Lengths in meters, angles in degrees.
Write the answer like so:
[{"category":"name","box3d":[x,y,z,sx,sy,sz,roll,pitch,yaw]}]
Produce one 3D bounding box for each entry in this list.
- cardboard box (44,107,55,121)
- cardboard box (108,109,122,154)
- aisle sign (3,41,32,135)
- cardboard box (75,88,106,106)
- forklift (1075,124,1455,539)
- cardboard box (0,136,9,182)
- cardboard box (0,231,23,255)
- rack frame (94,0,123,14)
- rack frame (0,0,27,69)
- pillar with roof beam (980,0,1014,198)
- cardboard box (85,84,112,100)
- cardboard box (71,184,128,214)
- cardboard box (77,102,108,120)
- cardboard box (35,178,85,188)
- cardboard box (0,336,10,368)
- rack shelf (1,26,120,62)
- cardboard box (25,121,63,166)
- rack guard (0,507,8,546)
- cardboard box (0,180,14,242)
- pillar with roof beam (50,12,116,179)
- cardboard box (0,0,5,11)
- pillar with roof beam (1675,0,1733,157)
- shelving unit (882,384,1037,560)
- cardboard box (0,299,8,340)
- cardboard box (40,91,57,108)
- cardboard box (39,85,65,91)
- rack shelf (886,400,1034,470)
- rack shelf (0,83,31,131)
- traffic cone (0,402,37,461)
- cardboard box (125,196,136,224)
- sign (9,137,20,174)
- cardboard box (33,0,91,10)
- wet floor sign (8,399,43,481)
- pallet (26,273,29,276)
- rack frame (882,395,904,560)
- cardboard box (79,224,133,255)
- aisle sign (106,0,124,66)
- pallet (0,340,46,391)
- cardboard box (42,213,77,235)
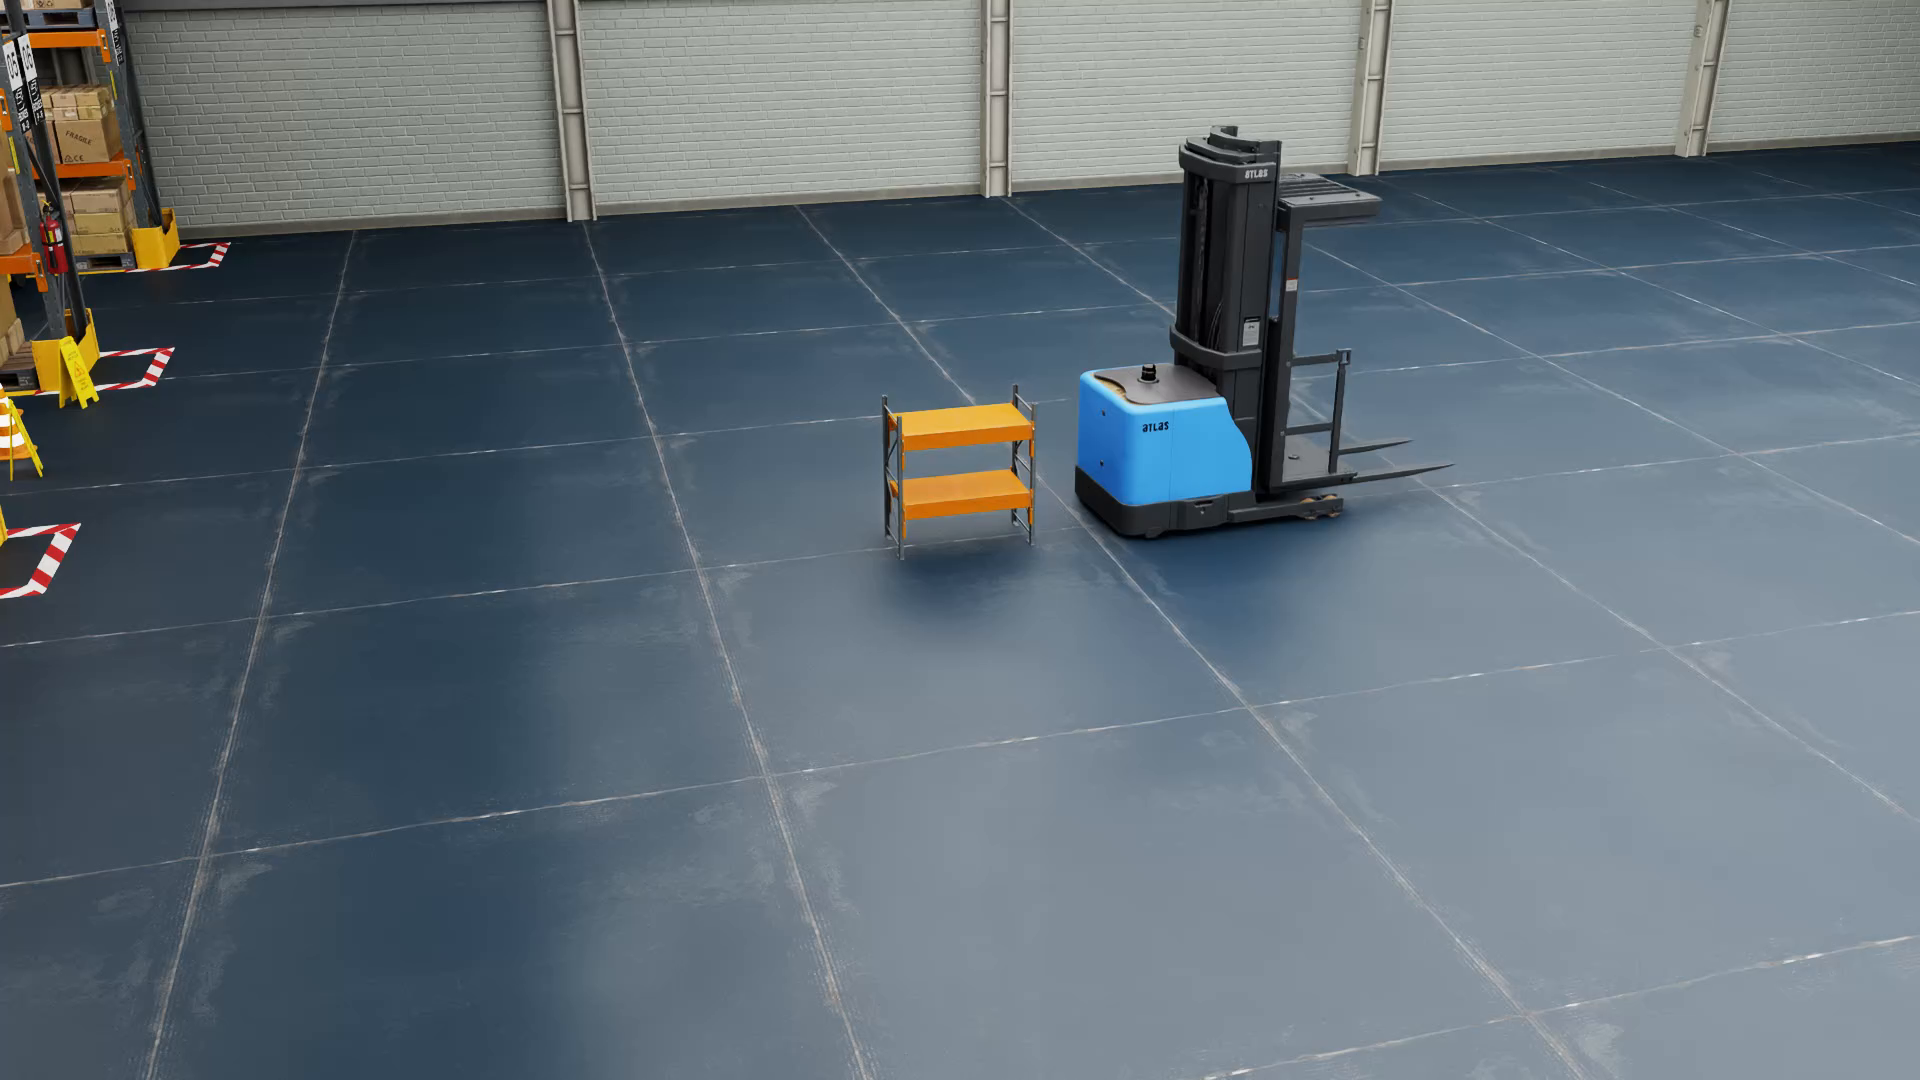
[{"category":"cardboard box","box3d":[-10.876,-5.089,19.787,0.250,0.149,0.380,-6,24,-13]},{"category":"cardboard box","box3d":[-10.665,-5.030,20.472,0.500,0.500,0.500,-6,24,-13]},{"category":"aisle sign","box3d":[-8.631,-4.138,15.224,0.004,0.787,0.394,-6,24,-14]},{"category":"cardboard box","box3d":[-10.401,-5.294,19.887,0.250,0.149,0.380,-6,24,-14]},{"category":"forklift","box3d":[2.498,-1.693,12.908,3.031,2.935,1.130,-8,24,-17]},{"category":"cardboard box","box3d":[-9.202,-3.552,15.382,0.500,0.500,0.700,-7,24,-16]},{"category":"cardboard box","box3d":[-9.071,-2.811,15.745,0.250,0.149,0.380,-5,24,-13]},{"category":"rack frame","box3d":[-10.113,-7.688,19.186,0.127,3.000,1.000,-6,24,-14]},{"category":"rack frame","box3d":[-8.769,-5.804,14.795,0.127,3.000,1.000,-6,24,-14]},{"category":"pillar with roof beam","box3d":[1.690,-7.600,18.980,0.400,9.000,9.100,-6,24,-14]},{"category":"cardboard box","box3d":[-10.494,-5.457,20.268,0.250,0.149,0.380,-7,24,-15]},{"category":"cardboard box","box3d":[-10.472,-4.153,20.241,0.500,0.250,0.500,-5,24,-13]},{"category":"cardboard box","box3d":[-10.371,-5.132,19.887,0.250,0.149,0.380,-6,24,-14]},{"category":"cardboard box","box3d":[-11.107,-4.286,20.552,0.500,0.250,0.500,-6,24,-14]},{"category":"cardboard box","box3d":[-9.497,-1.786,15.993,0.500,0.250,0.500,-6,24,-15]},{"category":"rack shelf","box3d":[-12.039,-5.766,19.423,4.000,0.370,1.077,-6,24,-14]},{"category":"cardboard box","box3d":[-11.018,-4.773,19.874,0.500,0.500,0.500,-6,24,-13]},{"category":"rack guard","box3d":[-7.311,-0.033,12.122,0.348,0.500,1.175,-6,24,-14]},{"category":"cardboard box","box3d":[-9.217,-3.067,15.521,0.500,0.500,0.500,-7,24,-15]},{"category":"pillar with roof beam","box3d":[-9.864,-6.322,16.002,0.400,9.000,9.100,-6,24,-14]},{"category":"cardboard box","box3d":[-11.073,-6.256,19.164,0.258,0.266,0.396,-6,24,-14]},{"category":"pillar with roof beam","box3d":[13.244,-8.878,21.959,0.400,9.000,9.100,-6,24,-14]},{"category":"shelving unit","box3d":[-0.007,-0.516,12.457,1.048,1.125,0.538,-6,24,-14]},{"category":"cardboard box","box3d":[-9.470,-2.137,15.860,0.500,0.500,0.500,-6,24,-14]},{"category":"cardboard box","box3d":[-10.875,-5.218,19.710,0.250,0.149,0.380,-6,24,-13]},{"category":"cardboard box","box3d":[-11.006,-5.409,20.155,0.250,0.149,0.380,-6,24,-13]},{"category":"rack shelf","box3d":[-0.007,-0.785,12.341,1.000,0.278,0.538,-6,24,-14]},{"category":"rack shelf","box3d":[-10.694,-3.882,15.032,4.000,0.370,1.077,-6,24,-14]},{"category":"traffic cone","box3d":[-8.207,-0.961,14.332,0.334,0.463,0.336,-6,24,-14]},{"category":"cardboard box","box3d":[-10.622,-4.119,20.797,0.500,0.250,0.500,-6,24,-13]},{"category":"sign","box3d":[-8.638,-3.512,15.191,0.005,0.325,0.100,-6,24,-14]},{"category":"cardboard box","box3d":[-10.474,-6.455,19.330,0.500,0.500,0.500,-6,24,-13]},{"category":"wet floor sign","box3d":[-7.841,-0.852,13.847,0.232,0.644,0.267,-11,25,-23]},{"category":"pallet","box3d":[-12.011,-3.424,20.392,1.213,0.211,1.003,-6,24,-14]},{"category":"rack frame","box3d":[-0.496,-0.462,12.331,0.032,1.125,0.500,-6,24,-14]},{"category":"cardboard box","box3d":[-10.480,-3.691,20.432,0.500,0.250,0.500,-6,24,-14]},{"category":"aisle sign","box3d":[-9.971,-6.022,19.613,0.004,0.787,0.394,-6,24,-14]},{"category":"pallet","box3d":[-9.634,-1.685,16.339,1.213,0.211,1.003,-6,24,-14]},{"category":"cardboard box","box3d":[-10.983,-3.871,20.217,0.500,0.250,0.500,-7,24,-15]}]
